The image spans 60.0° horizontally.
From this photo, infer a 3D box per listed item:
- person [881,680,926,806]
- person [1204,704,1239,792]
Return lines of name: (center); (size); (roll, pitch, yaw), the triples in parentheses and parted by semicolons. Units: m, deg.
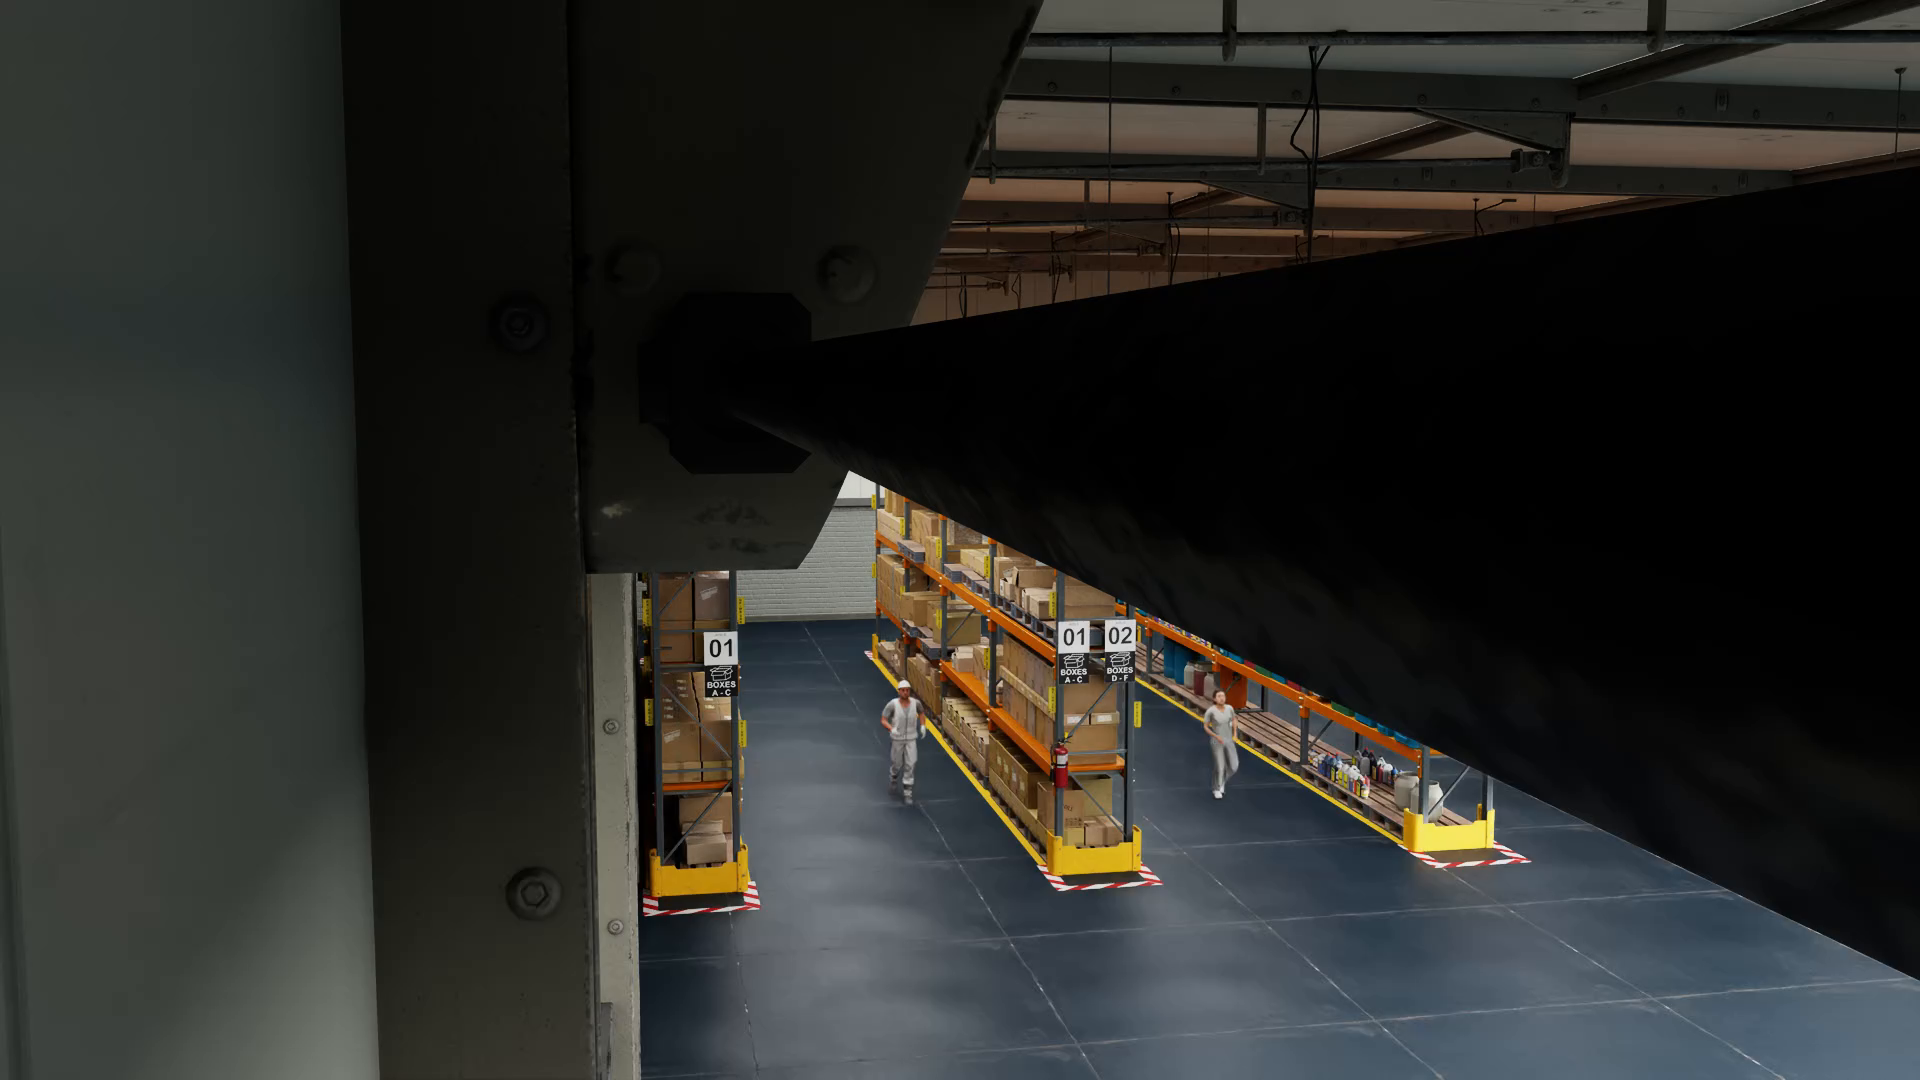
person: (-0.825, 2.939, 24.444); (0.686, 1.792, 0.839); (-1, 6, -14)
person: (3.863, 3.093, 24.542); (0.539, 1.322, 0.531); (-2, 6, -15)
